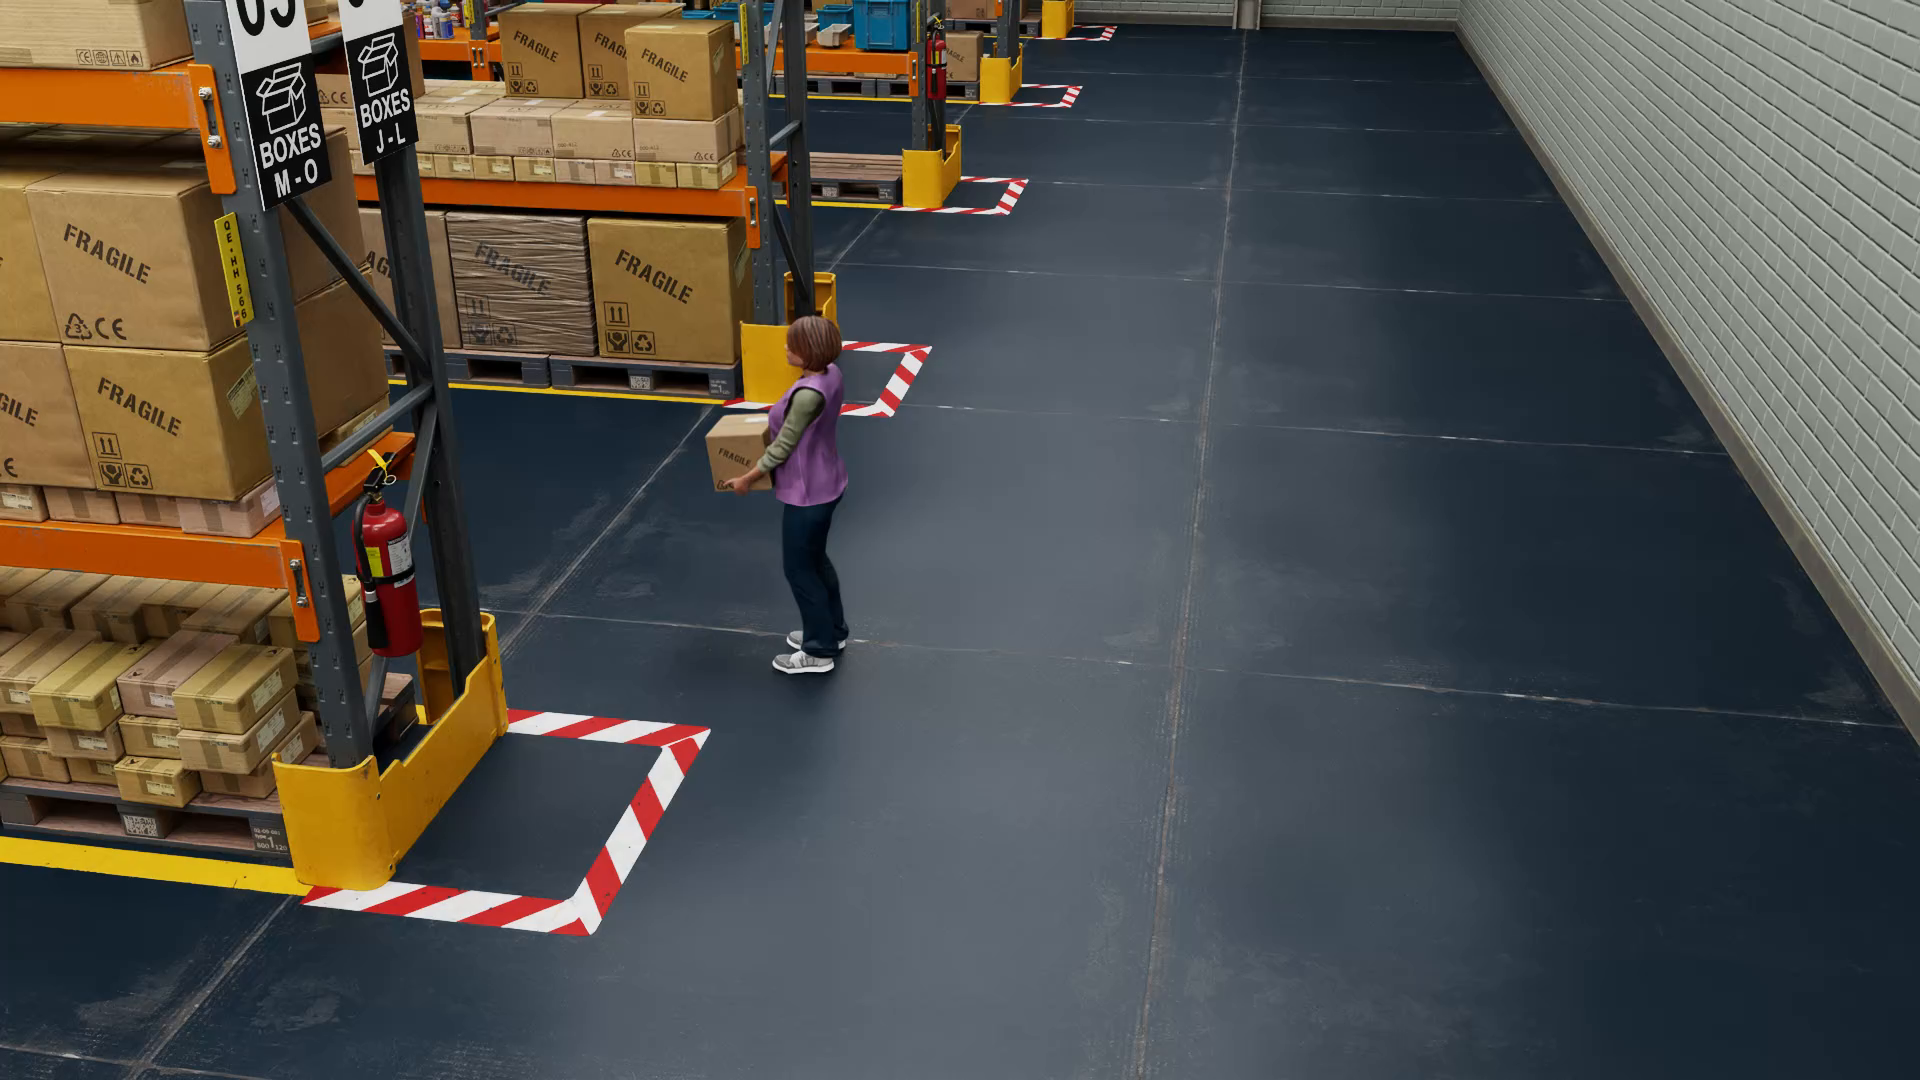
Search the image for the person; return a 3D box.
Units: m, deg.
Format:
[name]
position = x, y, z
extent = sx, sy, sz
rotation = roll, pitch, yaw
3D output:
[person]
position = -0.641, -0.182, 7.021
extent = 0.345, 1.581, 0.484
rotation = 3, 25, 5
